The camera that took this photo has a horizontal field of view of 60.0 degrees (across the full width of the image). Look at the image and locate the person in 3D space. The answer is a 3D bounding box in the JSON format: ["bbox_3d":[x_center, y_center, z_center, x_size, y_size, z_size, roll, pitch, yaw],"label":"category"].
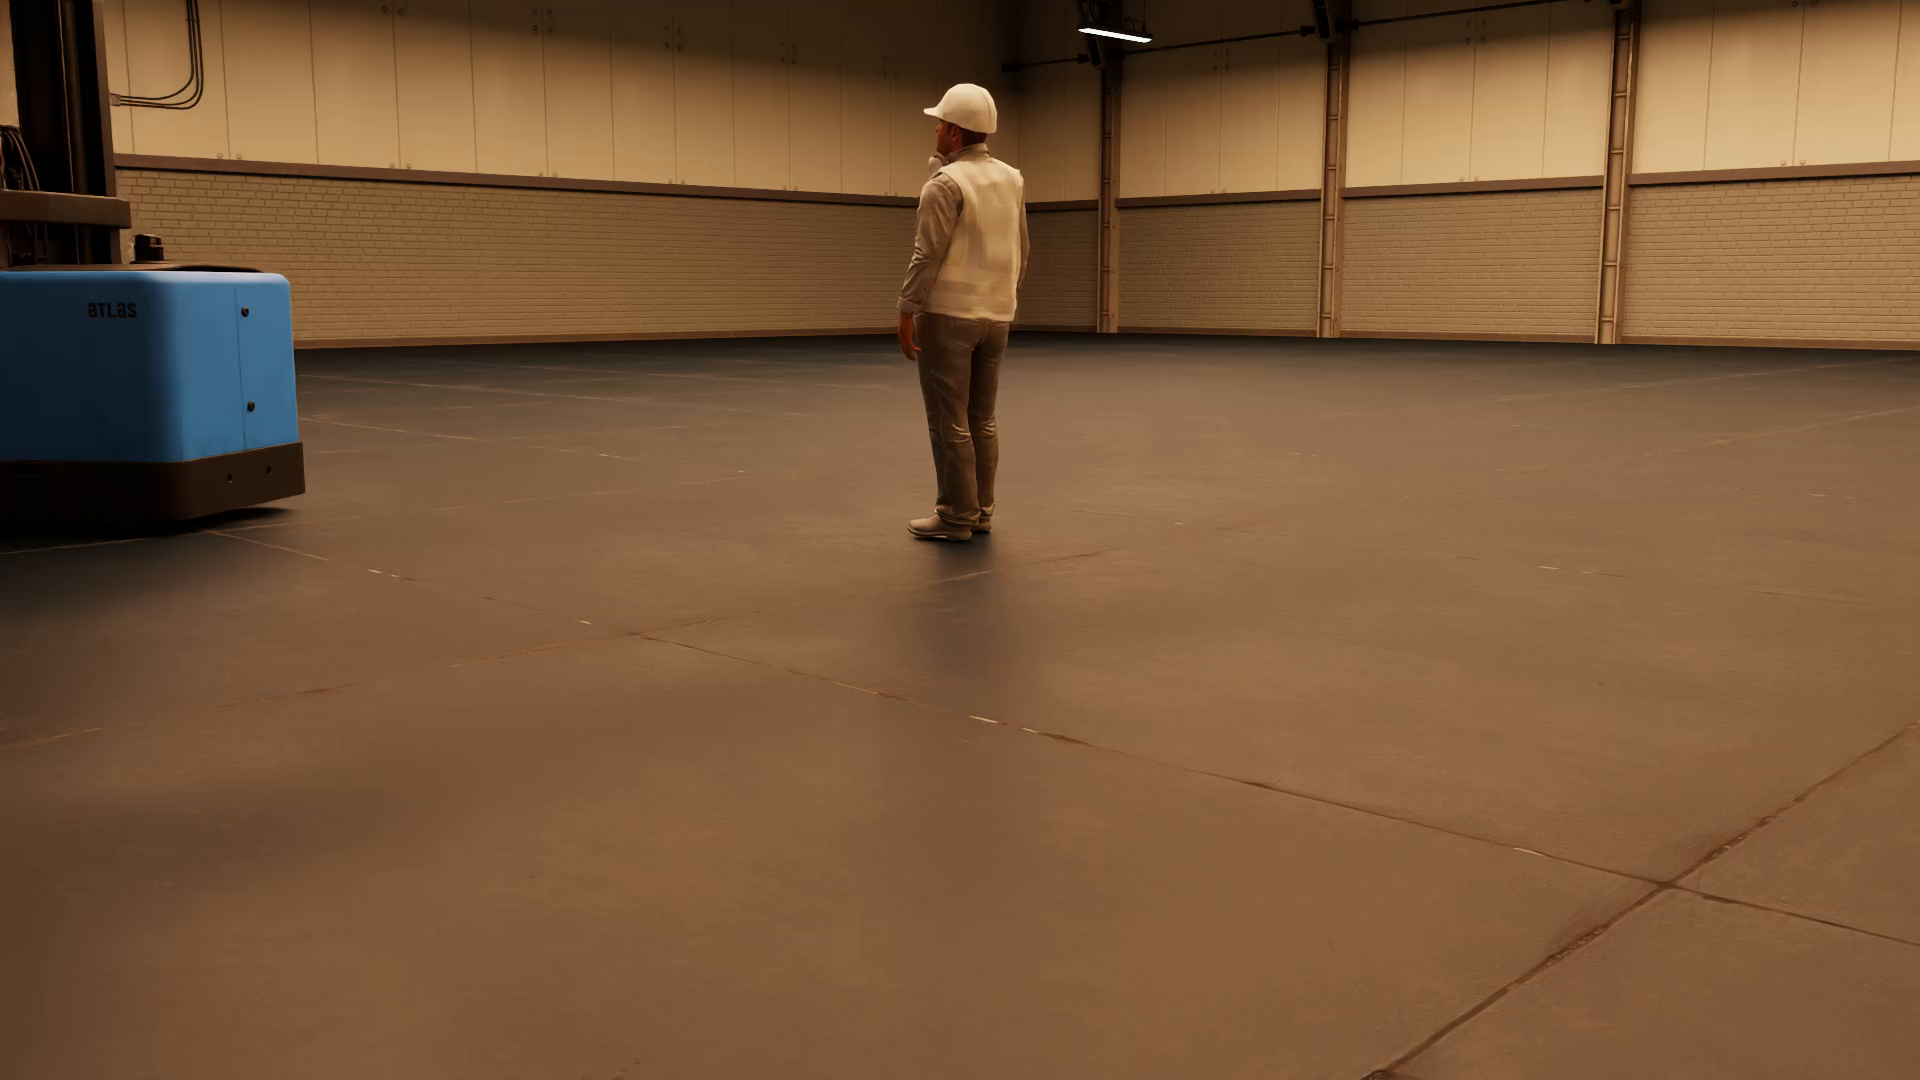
[{"bbox_3d":[-0.040,-0.892,6.632,0.566,1.775,0.634,8,12,43],"label":"person"}]

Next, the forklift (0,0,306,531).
[{"bbox_3d":[-4.578,-1.560,7.233,3.031,2.935,1.130,1,9,8],"label":"forklift"}]
